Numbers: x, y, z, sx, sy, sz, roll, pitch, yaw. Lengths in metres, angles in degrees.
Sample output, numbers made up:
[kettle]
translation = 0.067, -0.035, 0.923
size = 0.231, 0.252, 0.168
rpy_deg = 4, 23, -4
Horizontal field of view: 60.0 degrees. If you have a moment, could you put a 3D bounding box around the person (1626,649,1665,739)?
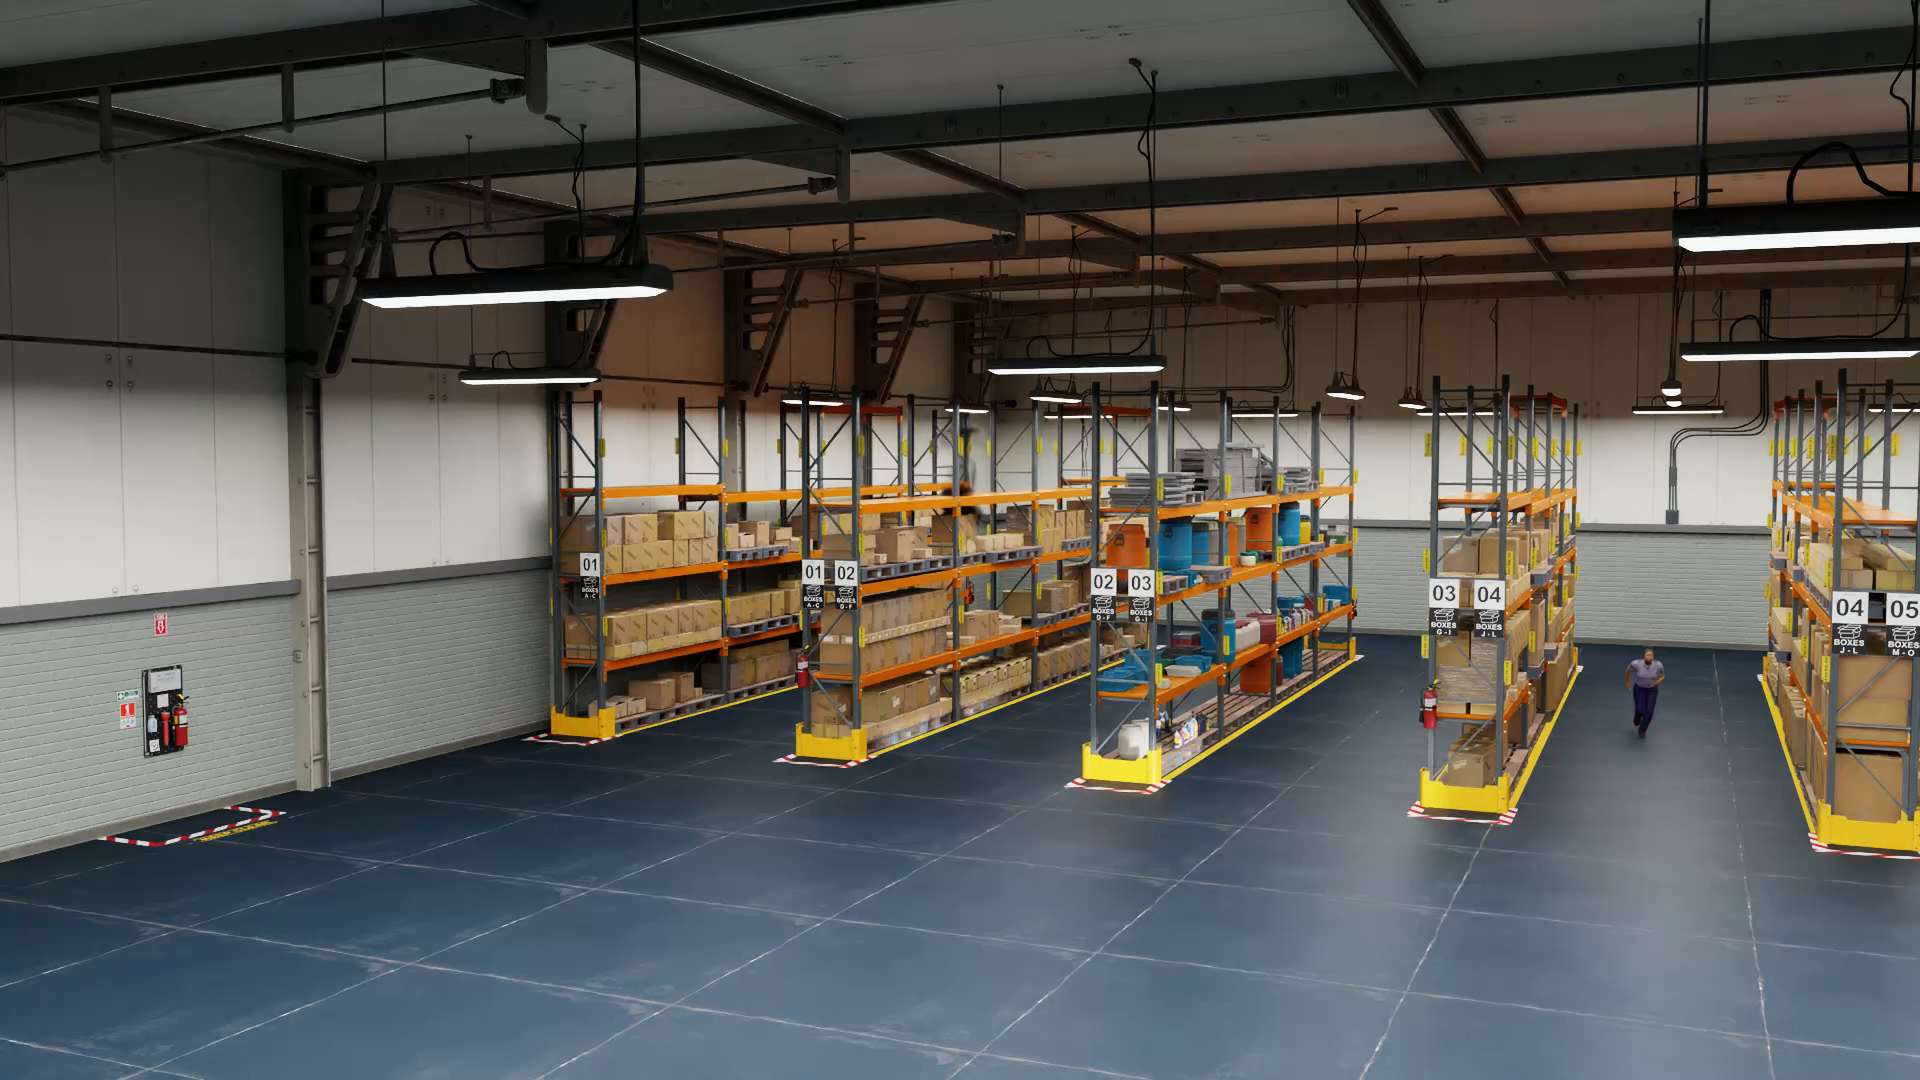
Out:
[person]
translation = 11.830, 2.648, 28.709
size = 0.595, 1.581, 0.686
rpy_deg = 1, 3, 9
